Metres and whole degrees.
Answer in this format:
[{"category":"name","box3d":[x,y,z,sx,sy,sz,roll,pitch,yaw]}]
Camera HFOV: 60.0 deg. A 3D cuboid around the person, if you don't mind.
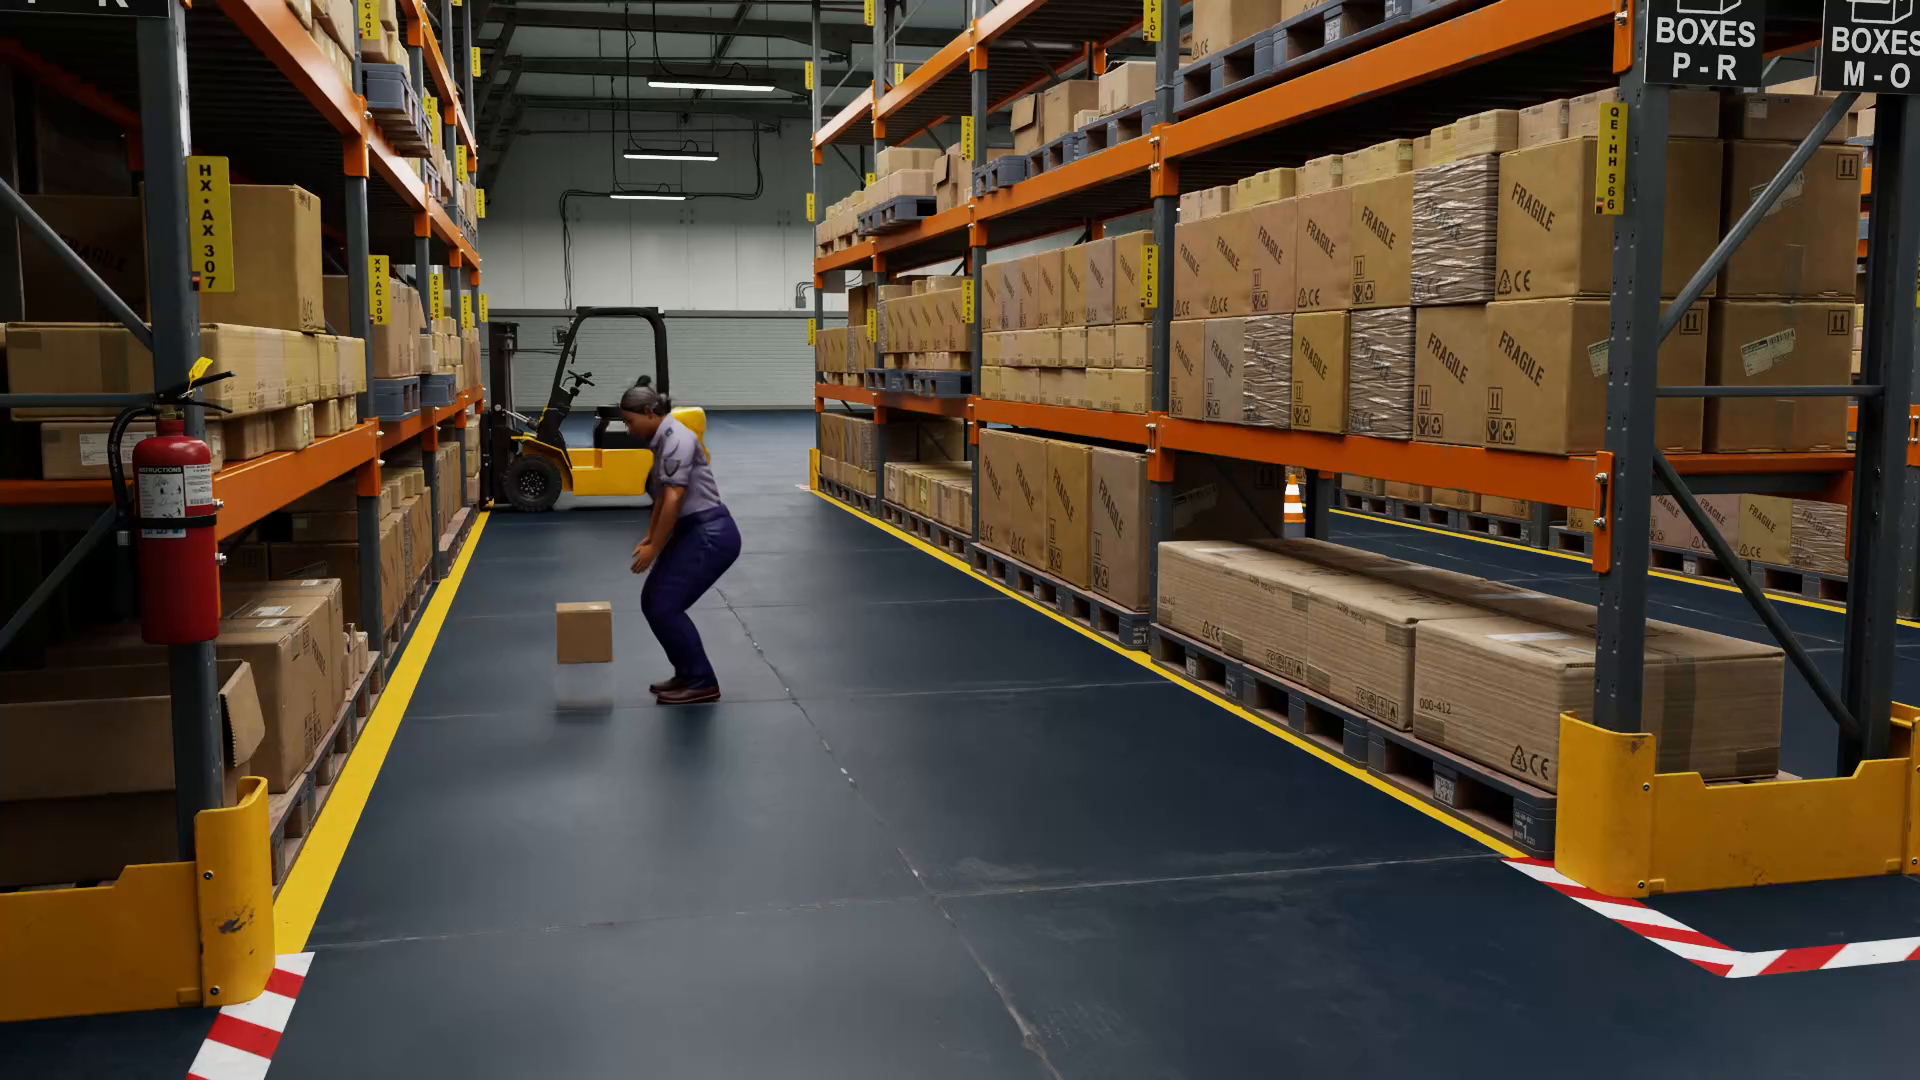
[{"category":"person","box3d":[-1.314,0.019,7.867,0.551,1.490,0.518,-1,6,-13]}]
